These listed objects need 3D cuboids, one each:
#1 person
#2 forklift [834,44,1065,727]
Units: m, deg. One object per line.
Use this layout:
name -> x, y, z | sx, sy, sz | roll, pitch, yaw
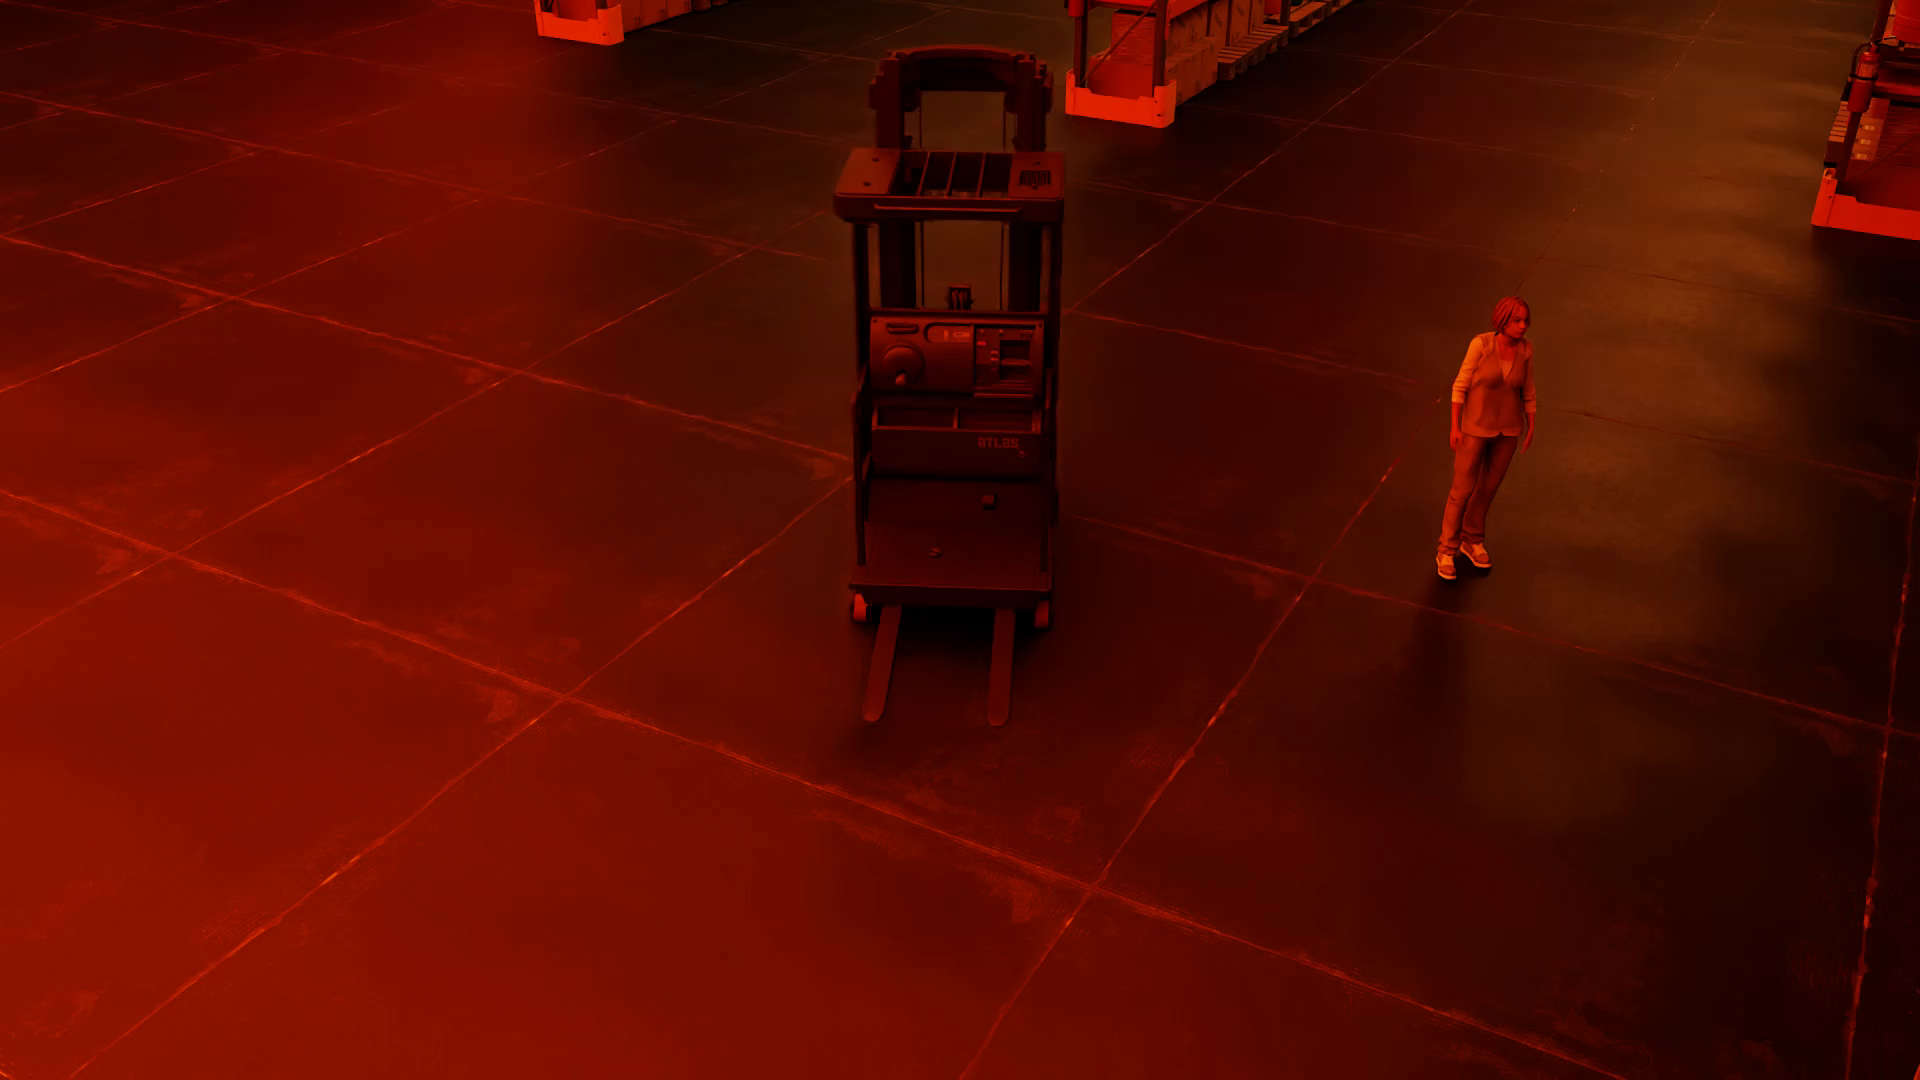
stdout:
person -> 3.011, -0.569, 9.391 | 0.519, 1.582, 0.476 | -3, 30, -5
forklift -> -0.028, -0.947, 8.712 | 1.130, 2.935, 3.031 | 2, 30, 3
